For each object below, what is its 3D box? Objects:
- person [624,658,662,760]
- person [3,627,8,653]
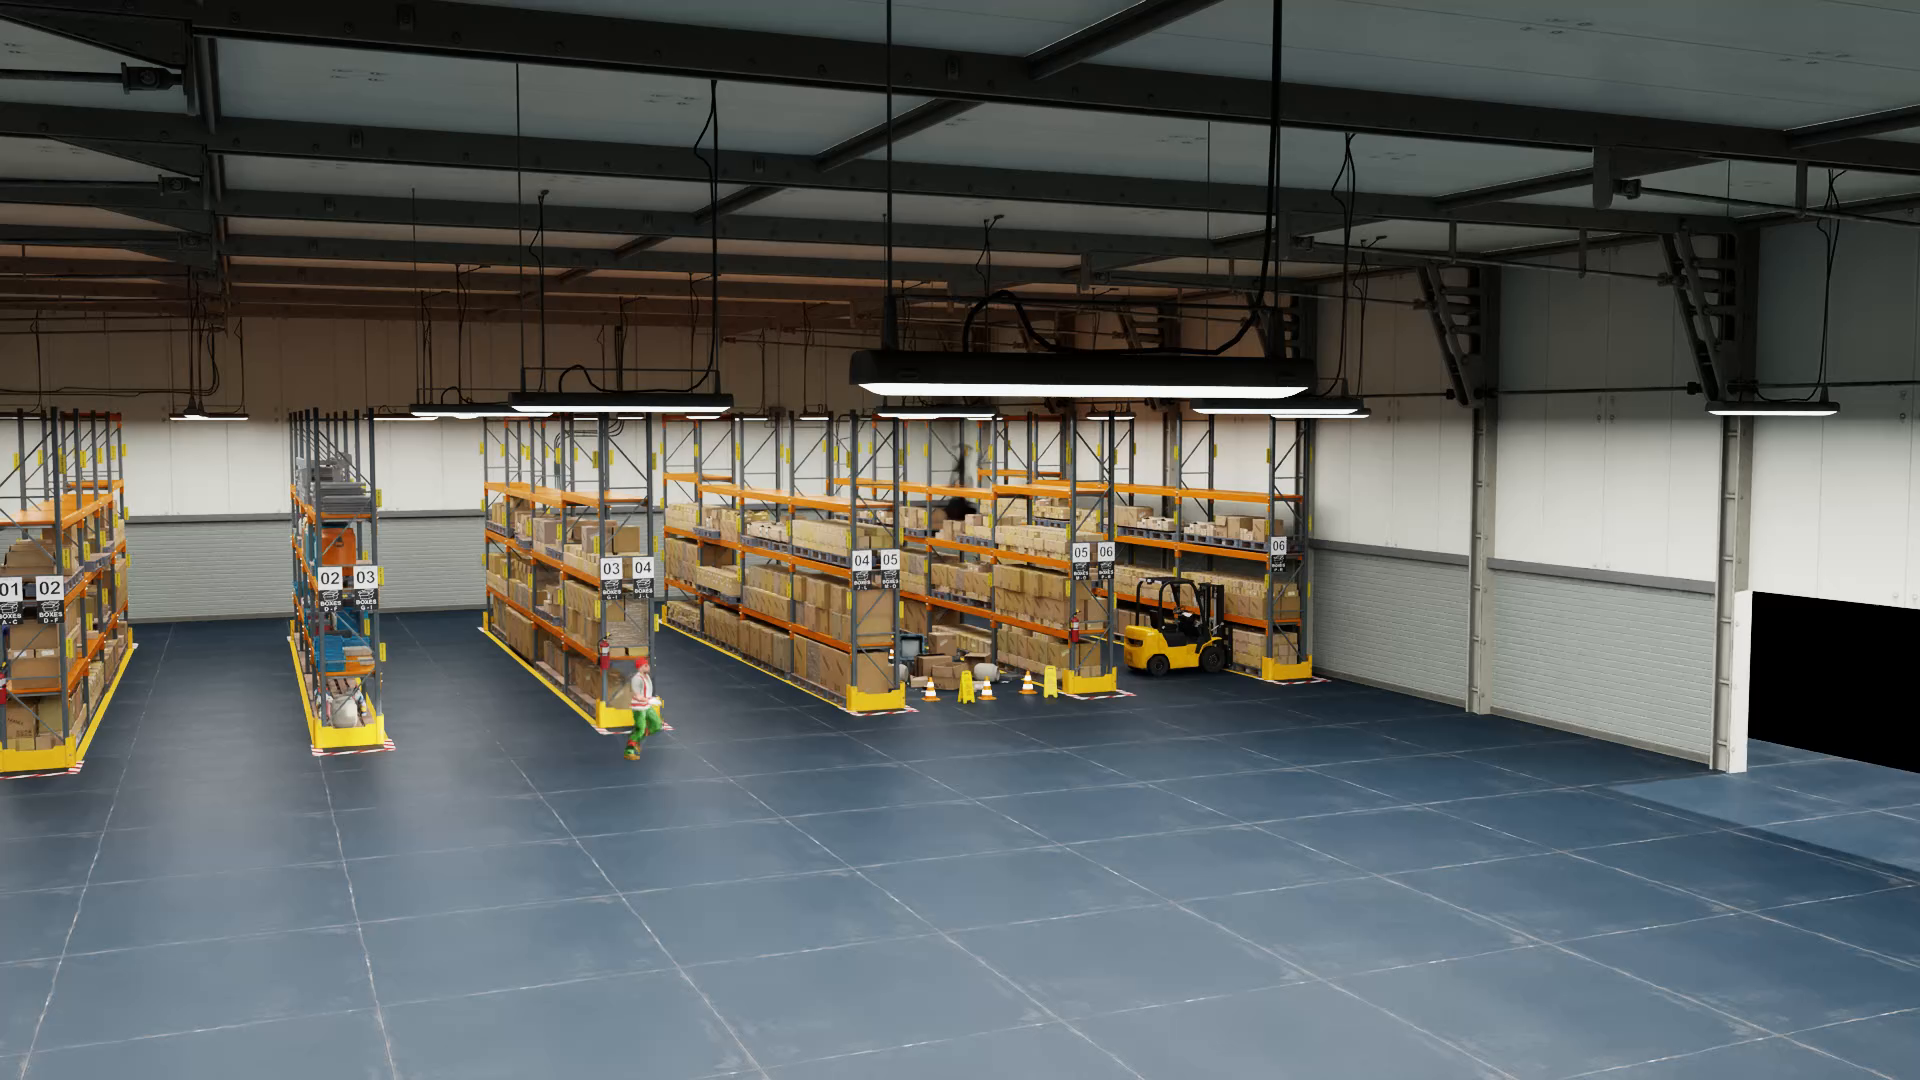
[{"bbox_3d":[-5.376,2.864,28.339,0.719,1.737,0.677,1,4,13],"label":"person"},{"bbox_3d":[-20.455,2.413,35.185,0.566,1.649,0.929,-2,5,-28],"label":"person"}]
